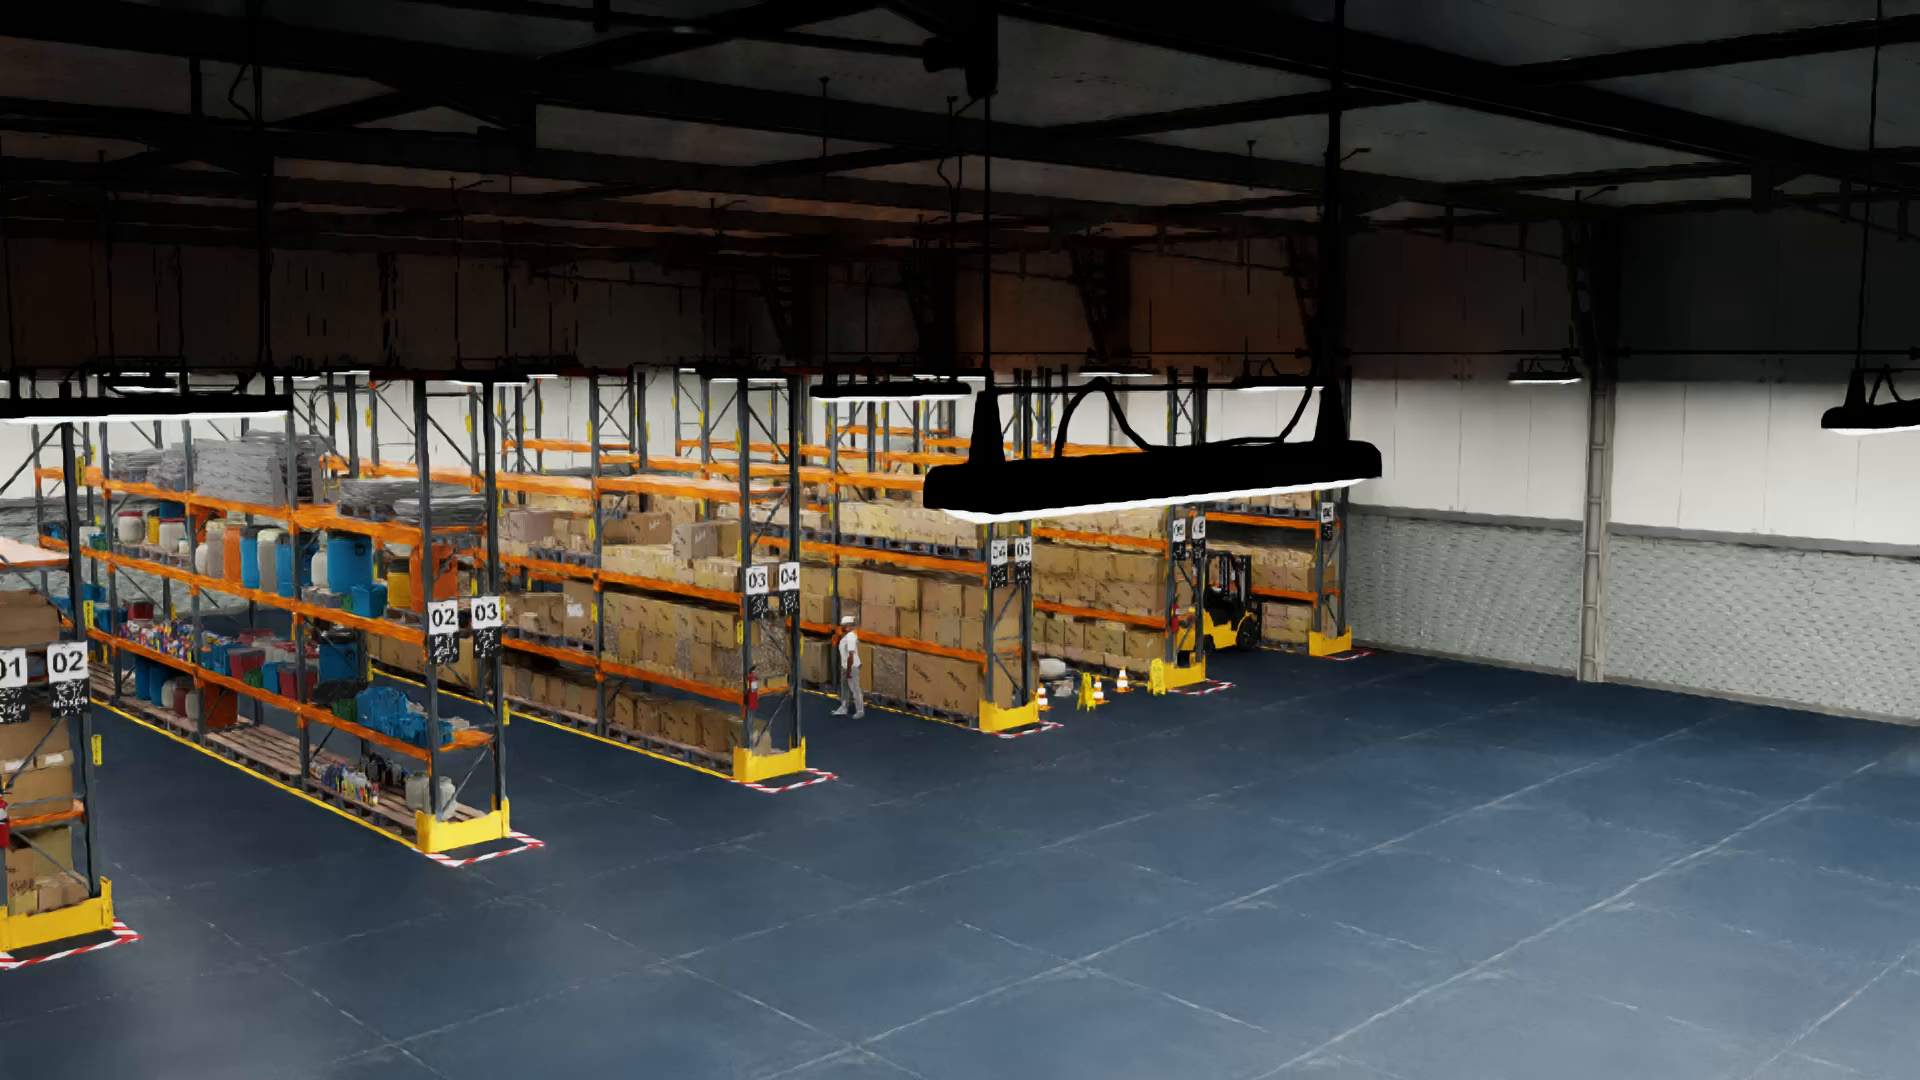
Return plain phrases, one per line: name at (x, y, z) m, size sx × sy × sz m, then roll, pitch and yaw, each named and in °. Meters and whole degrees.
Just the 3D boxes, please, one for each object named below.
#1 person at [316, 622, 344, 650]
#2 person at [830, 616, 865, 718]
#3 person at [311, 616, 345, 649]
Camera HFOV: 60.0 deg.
person at (-10.817, 2.237, 28.824) m, size 0.542 × 1.711 × 0.682 m, roll 6°, pitch 9°, yaw 43°
person at (-1.967, 2.184, 28.883) m, size 0.573 × 1.764 × 0.669 m, roll -2°, pitch 7°, yaw -14°
person at (-12.000, 1.948, 31.694) m, size 1.193 × 1.594 × 0.588 m, roll 6°, pitch 9°, yaw 43°
